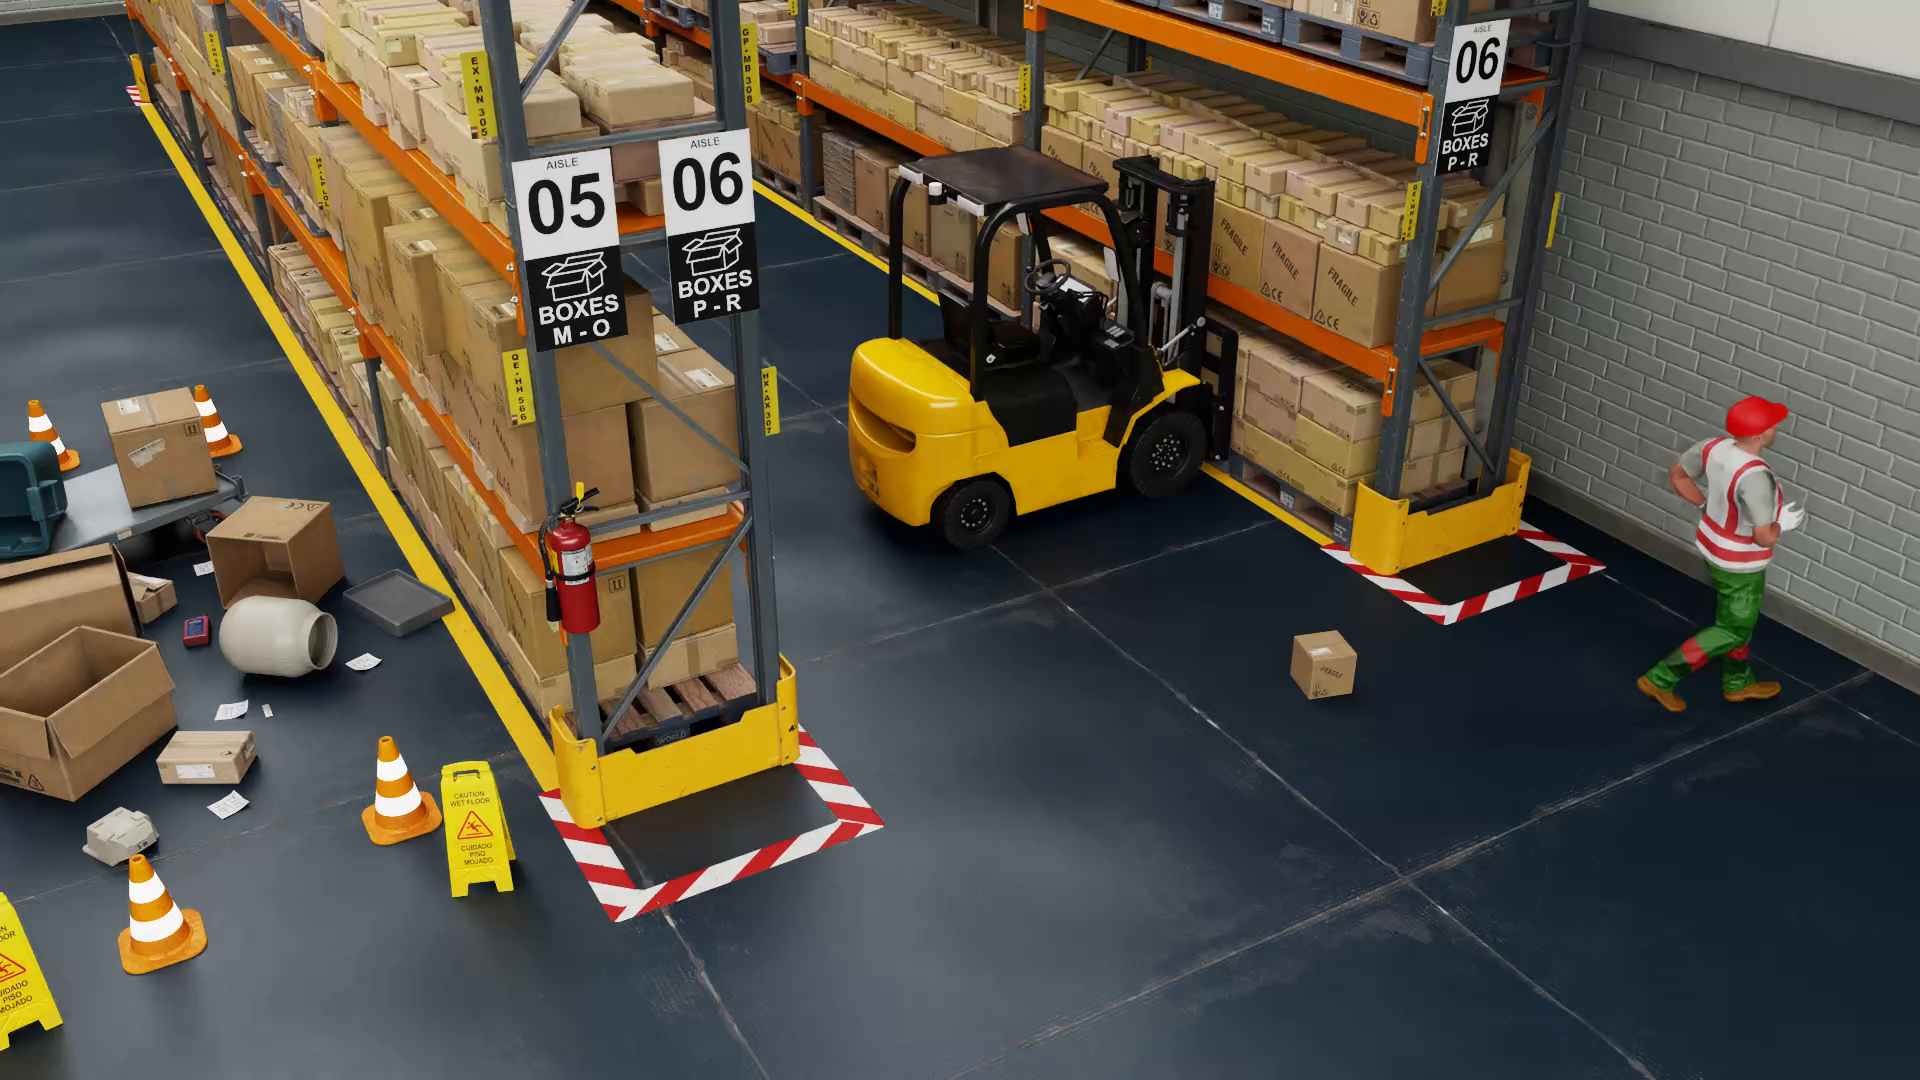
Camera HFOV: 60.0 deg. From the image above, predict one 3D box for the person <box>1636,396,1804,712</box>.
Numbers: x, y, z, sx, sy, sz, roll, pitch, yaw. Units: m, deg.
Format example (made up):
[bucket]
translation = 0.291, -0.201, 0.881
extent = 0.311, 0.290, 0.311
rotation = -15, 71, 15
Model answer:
[person]
translation = 3.931, 0.085, 8.377
extent = 0.839, 1.768, 0.669
rotation = -1, 29, -1
